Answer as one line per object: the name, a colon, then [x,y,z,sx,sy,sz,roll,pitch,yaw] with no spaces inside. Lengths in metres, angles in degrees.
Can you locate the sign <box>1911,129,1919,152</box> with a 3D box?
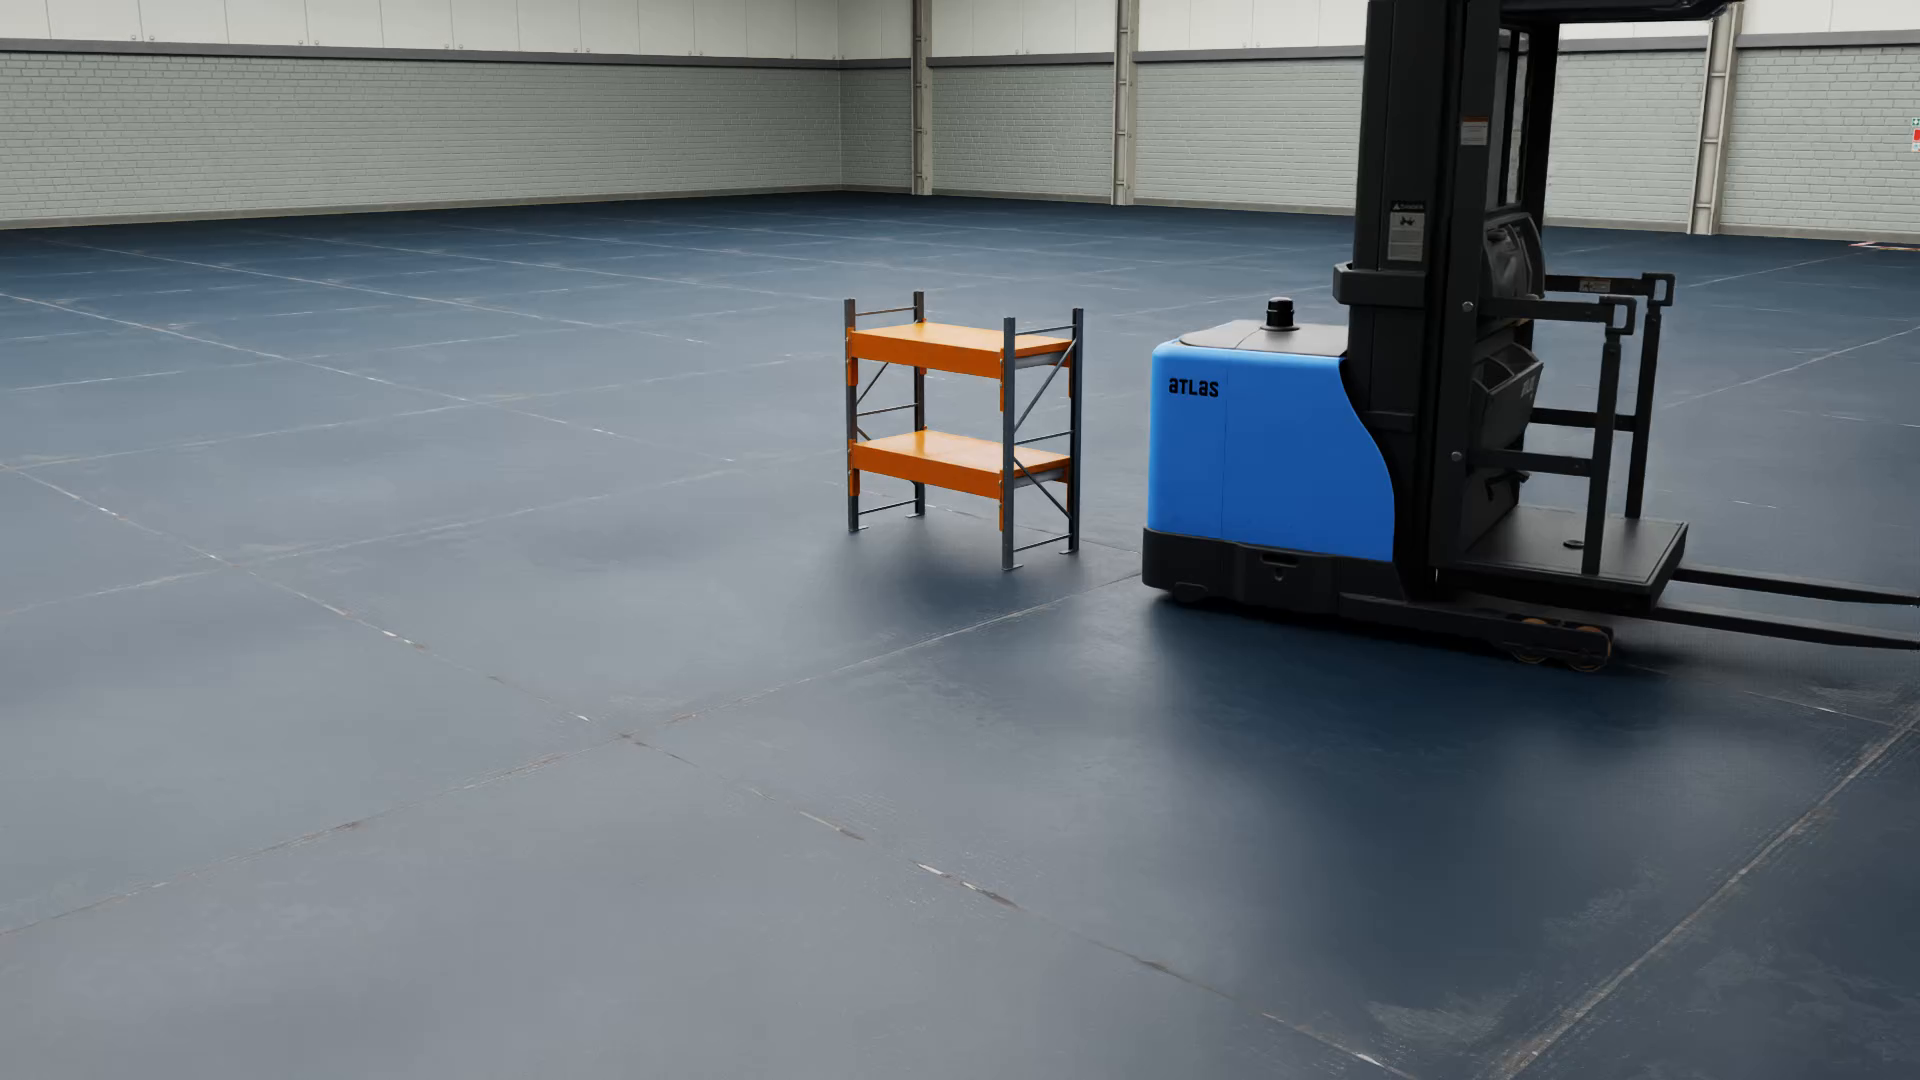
sign: [14.309,-5.950,24.747,0.234,0.329,0.001,14,20,42]

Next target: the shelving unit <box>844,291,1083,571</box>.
shelving unit: [0.005,-0.543,7.786,1.048,1.125,0.538,14,20,42]

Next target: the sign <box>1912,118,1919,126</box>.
sign: [14.306,-6.204,24.671,0.331,0.109,0.001,14,20,42]

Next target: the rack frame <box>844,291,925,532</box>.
rack frame: [-0.361,-0.632,8.127,0.032,1.125,0.500,14,20,42]

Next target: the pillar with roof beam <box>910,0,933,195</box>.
pillar with roof beam: [-3.877,-11.700,34.987,0.400,9.000,9.100,14,20,42]

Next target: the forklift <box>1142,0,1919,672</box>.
forklift: [2.299,-1.088,6.293,3.031,2.935,1.130,8,17,29]

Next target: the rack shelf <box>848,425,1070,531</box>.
rack shelf: [0.005,-0.307,7.847,1.000,0.278,0.538,14,20,42]

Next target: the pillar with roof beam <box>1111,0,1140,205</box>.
pillar with roof beam: [0.442,-10.649,30.956,0.400,9.000,9.100,14,20,42]

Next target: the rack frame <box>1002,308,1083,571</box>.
rack frame: [0.371,-0.454,7.444,0.032,1.125,0.500,14,20,42]

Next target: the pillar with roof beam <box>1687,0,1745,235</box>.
pillar with roof beam: [9.081,-8.549,22.896,0.400,9.000,9.100,14,20,42]

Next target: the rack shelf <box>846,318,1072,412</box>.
rack shelf: [0.005,-0.826,7.712,1.000,0.278,0.538,14,20,42]
